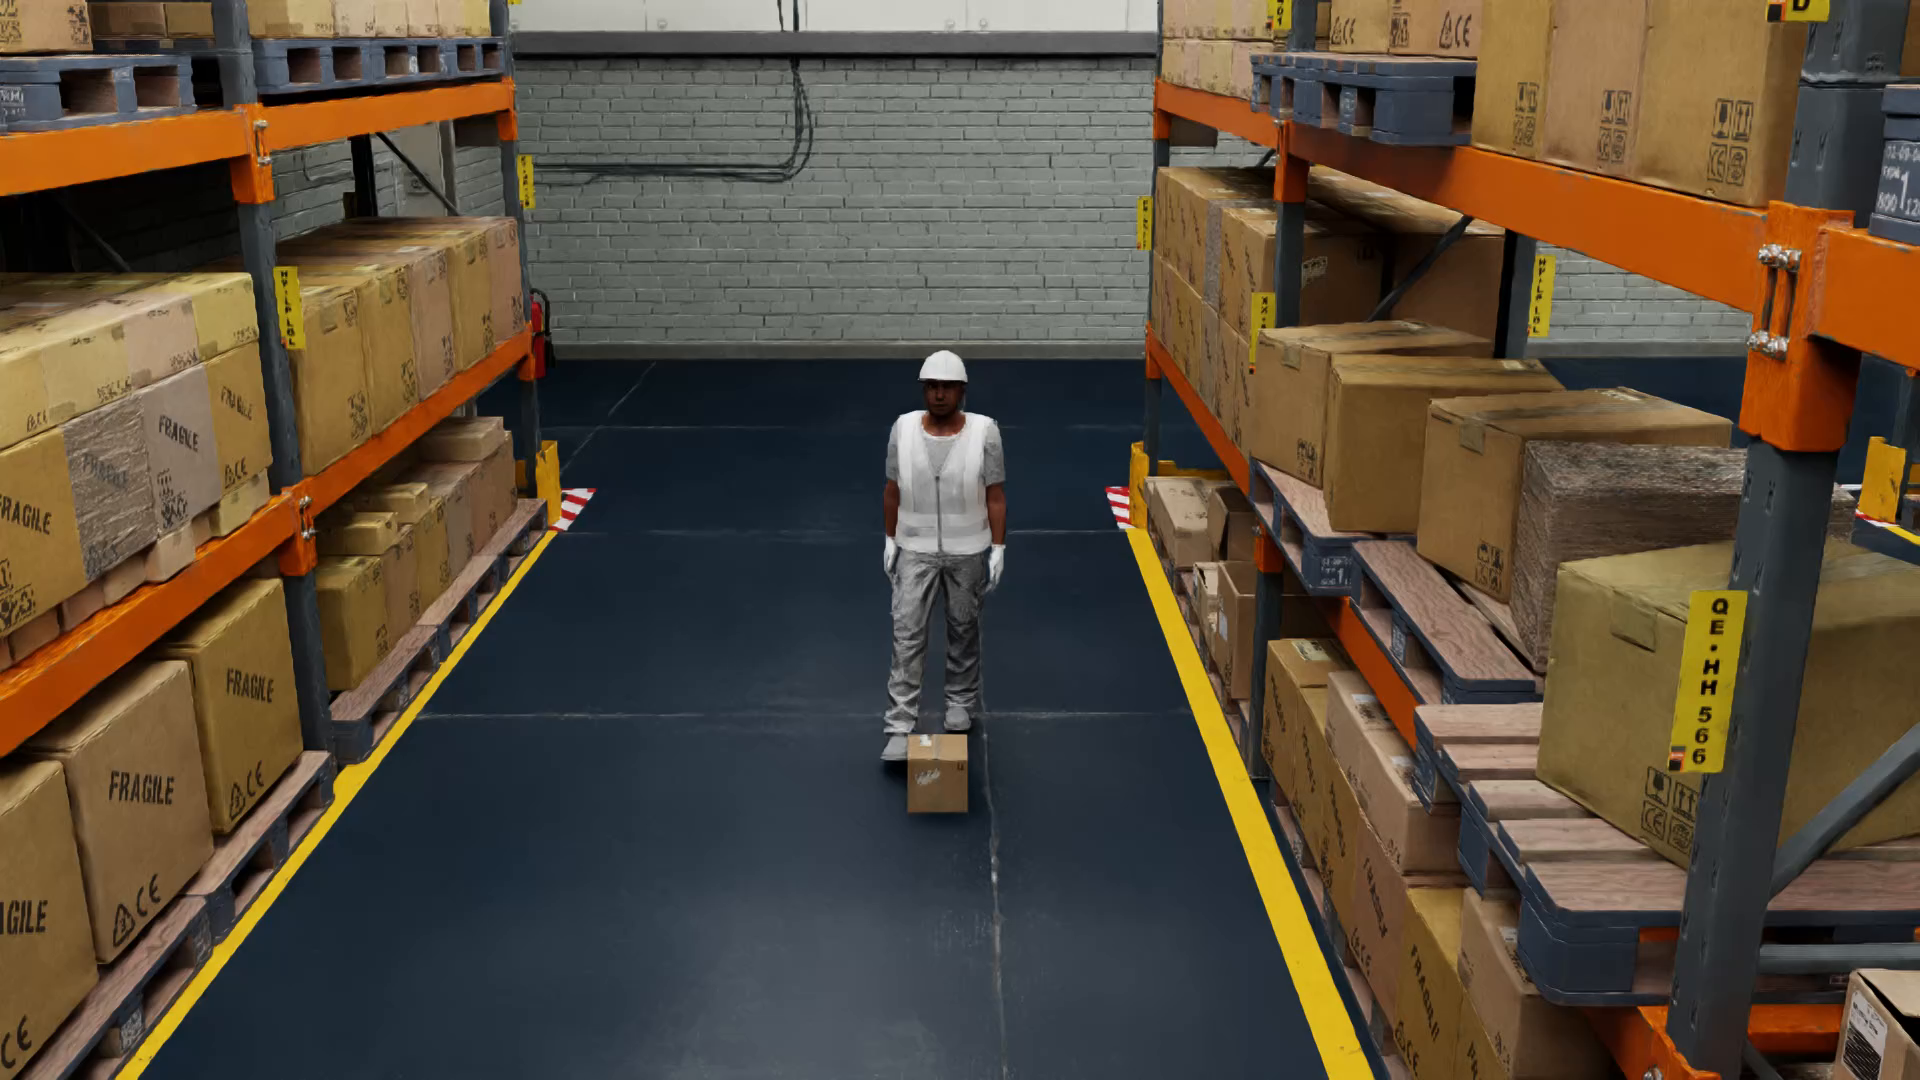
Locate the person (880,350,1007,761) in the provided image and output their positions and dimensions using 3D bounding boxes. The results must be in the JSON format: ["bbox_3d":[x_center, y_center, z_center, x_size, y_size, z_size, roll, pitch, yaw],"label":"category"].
[{"bbox_3d":[-0.079,0.070,7.248,0.554,1.767,0.771,1,17,3],"label":"person"}]
